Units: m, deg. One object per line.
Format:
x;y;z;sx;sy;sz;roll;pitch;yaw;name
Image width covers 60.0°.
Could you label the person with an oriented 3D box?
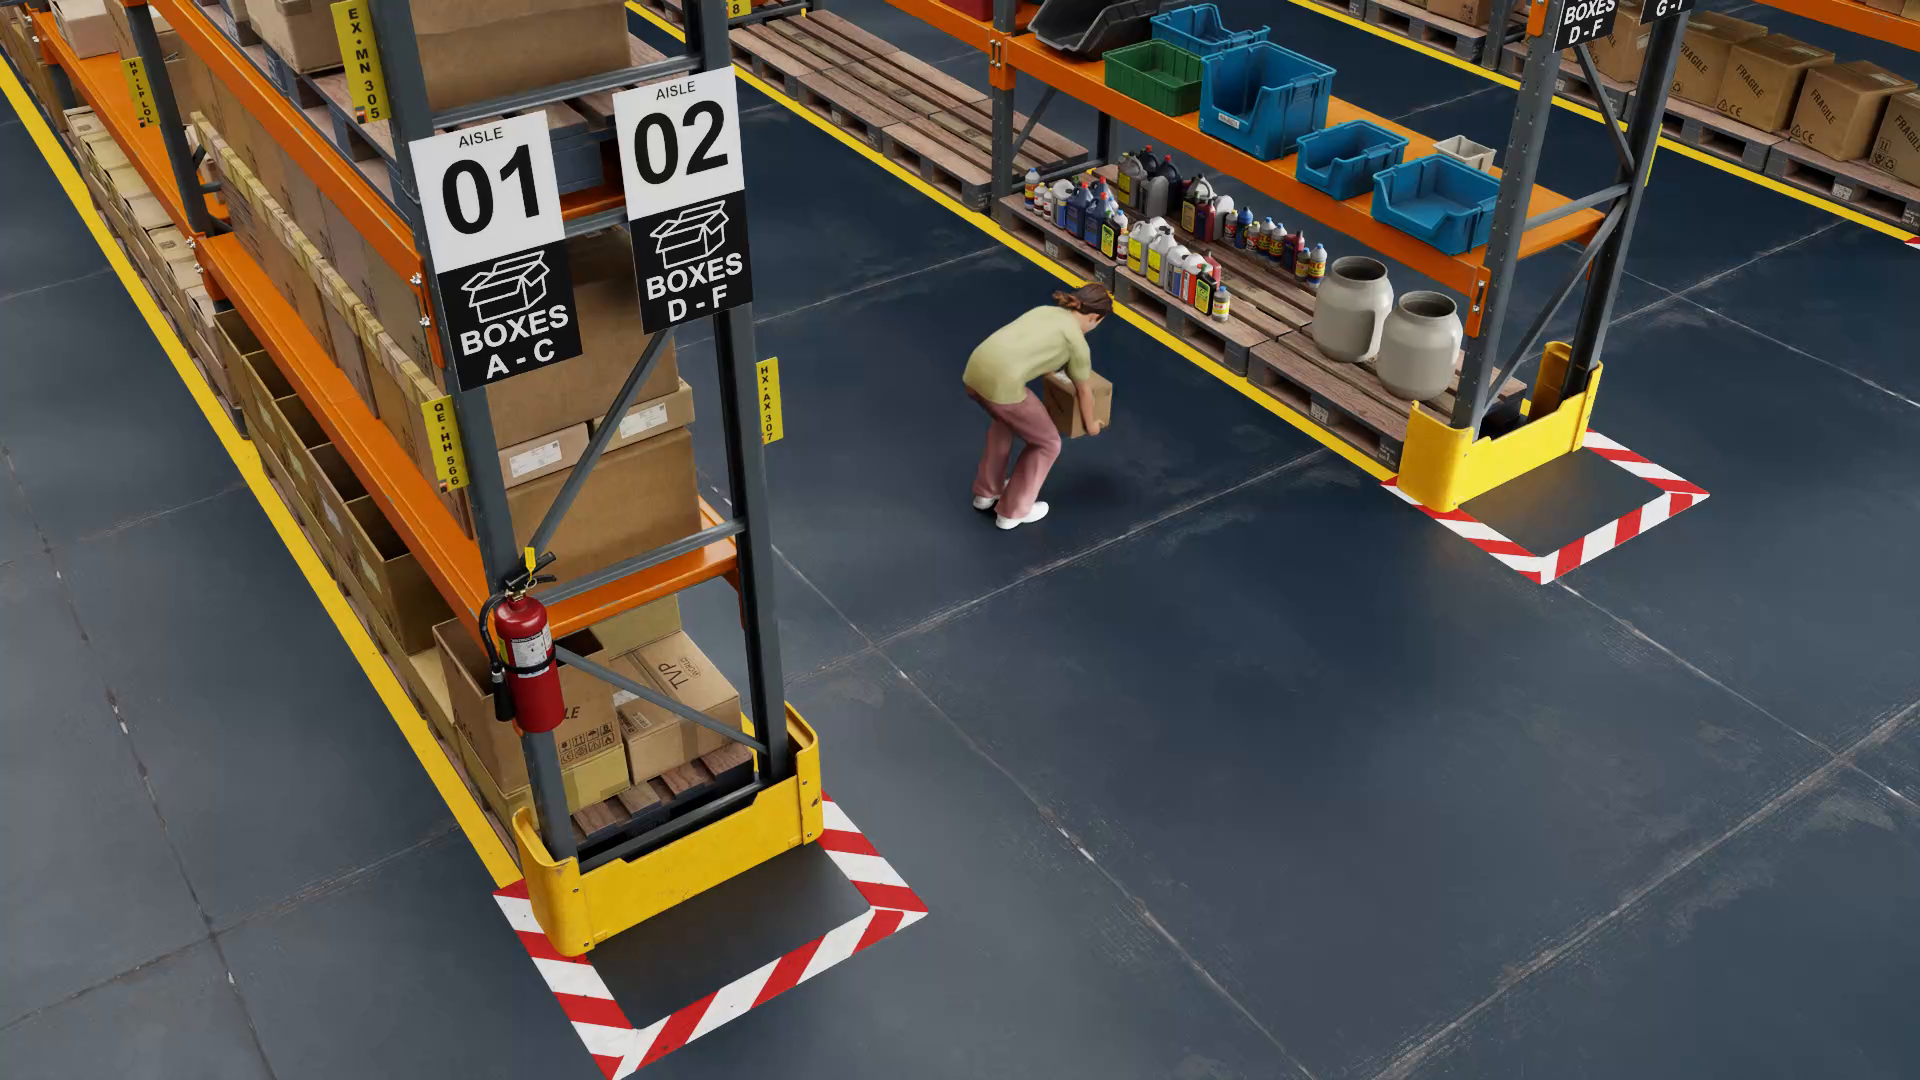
0.407;-0.683;8.385;0.854;1.131;0.447;-25;43;-29;person
